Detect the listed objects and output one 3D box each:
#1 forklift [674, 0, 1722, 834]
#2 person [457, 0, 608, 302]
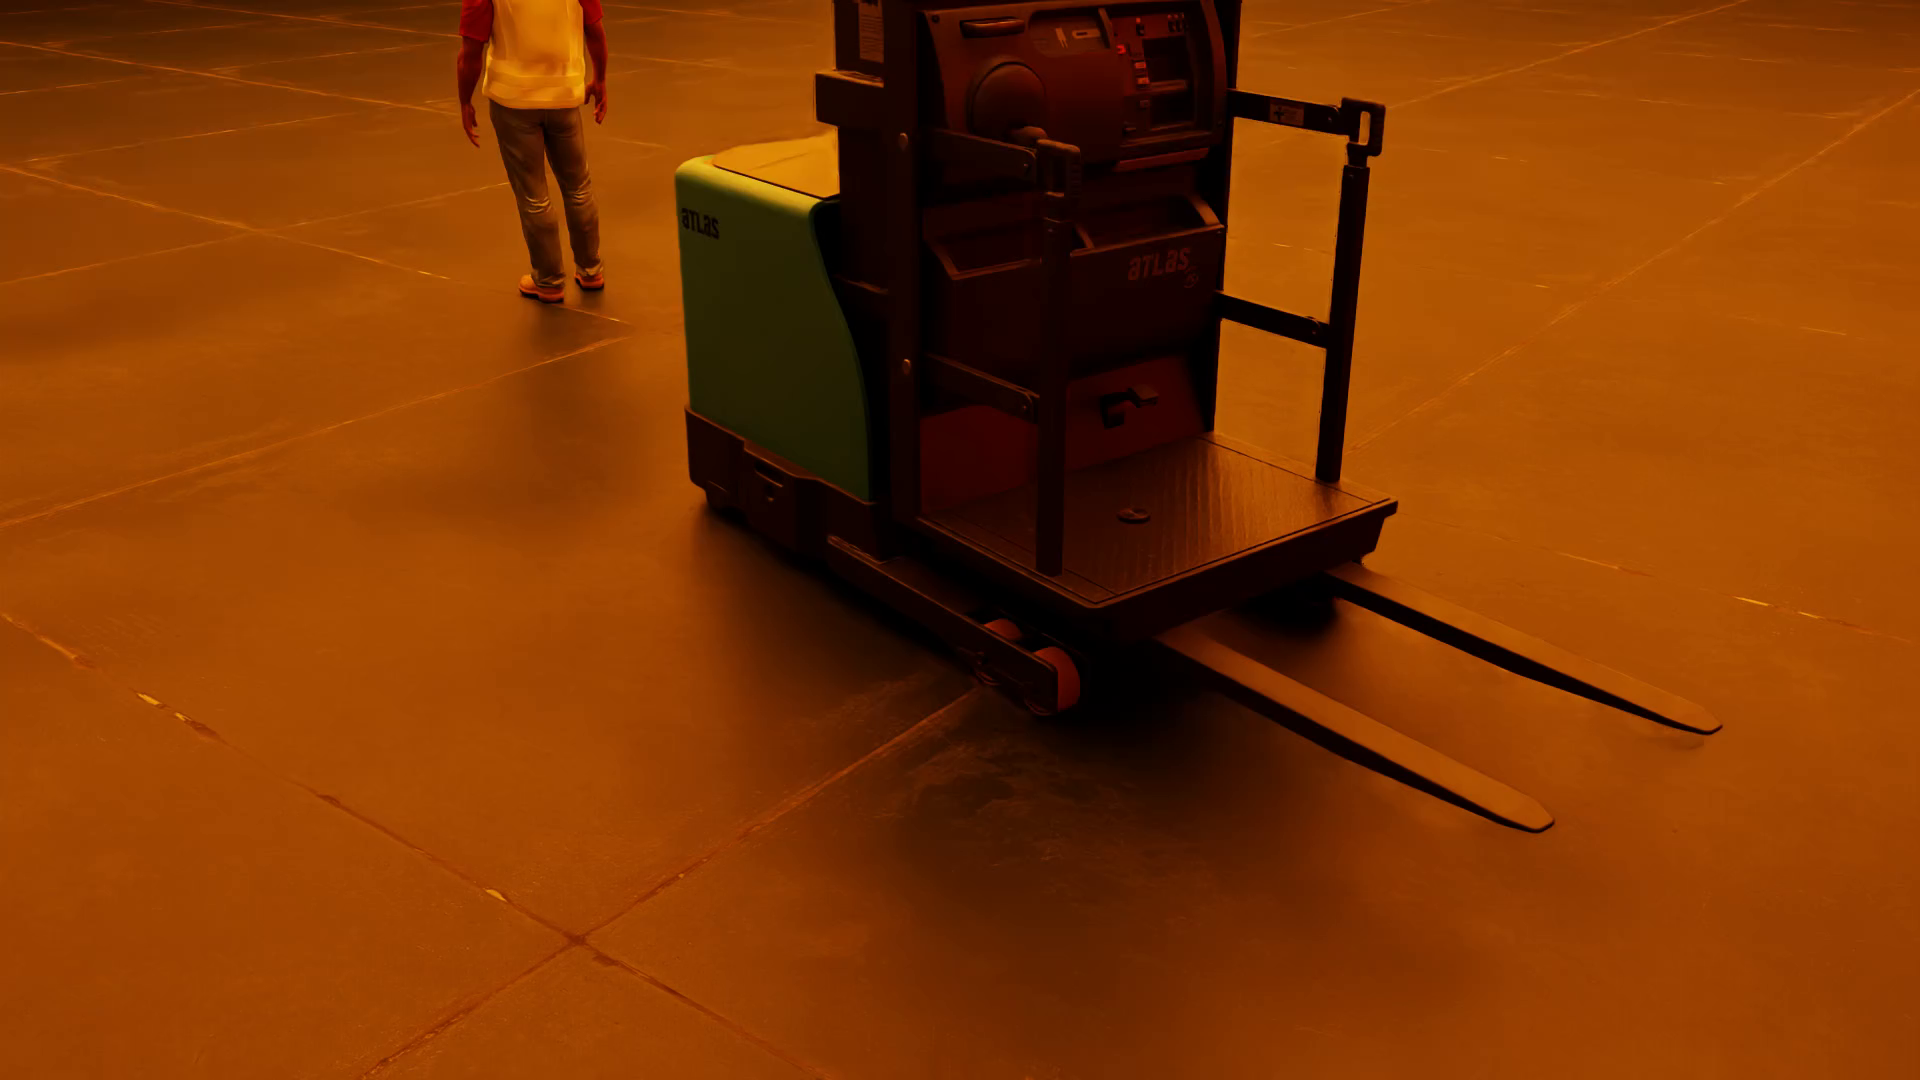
[{"bbox_3d":[0.437,-1.141,3.961,1.130,2.935,3.031,-17,29,-34],"label":"forklift"},{"bbox_3d":[-1.865,-1.927,7.220,0.666,1.765,0.577,-14,27,-29],"label":"person"}]
